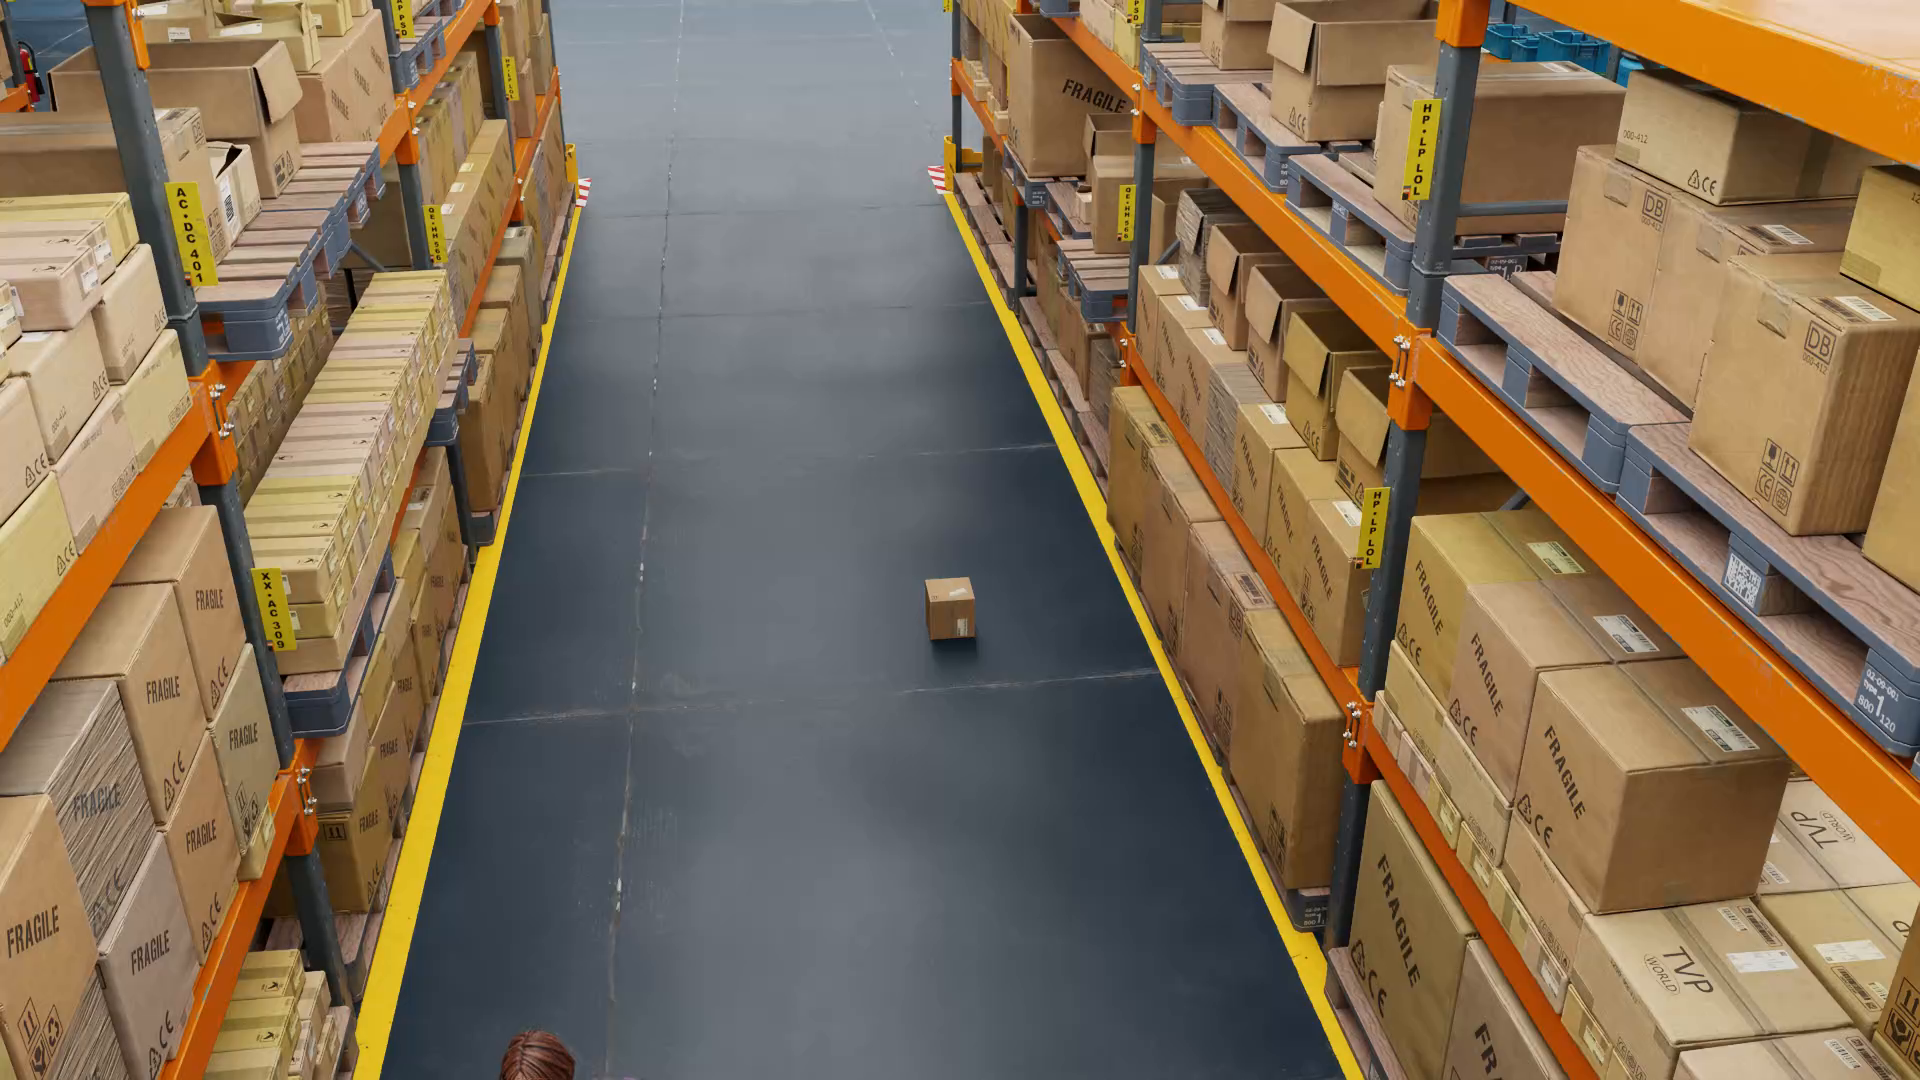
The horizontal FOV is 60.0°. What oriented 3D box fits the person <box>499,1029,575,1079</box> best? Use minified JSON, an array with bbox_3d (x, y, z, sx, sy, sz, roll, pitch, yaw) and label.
[{"bbox_3d":[-1.141,2.053,4.653,0.444,1.623,0.370,7,28,13],"label":"person"}]
